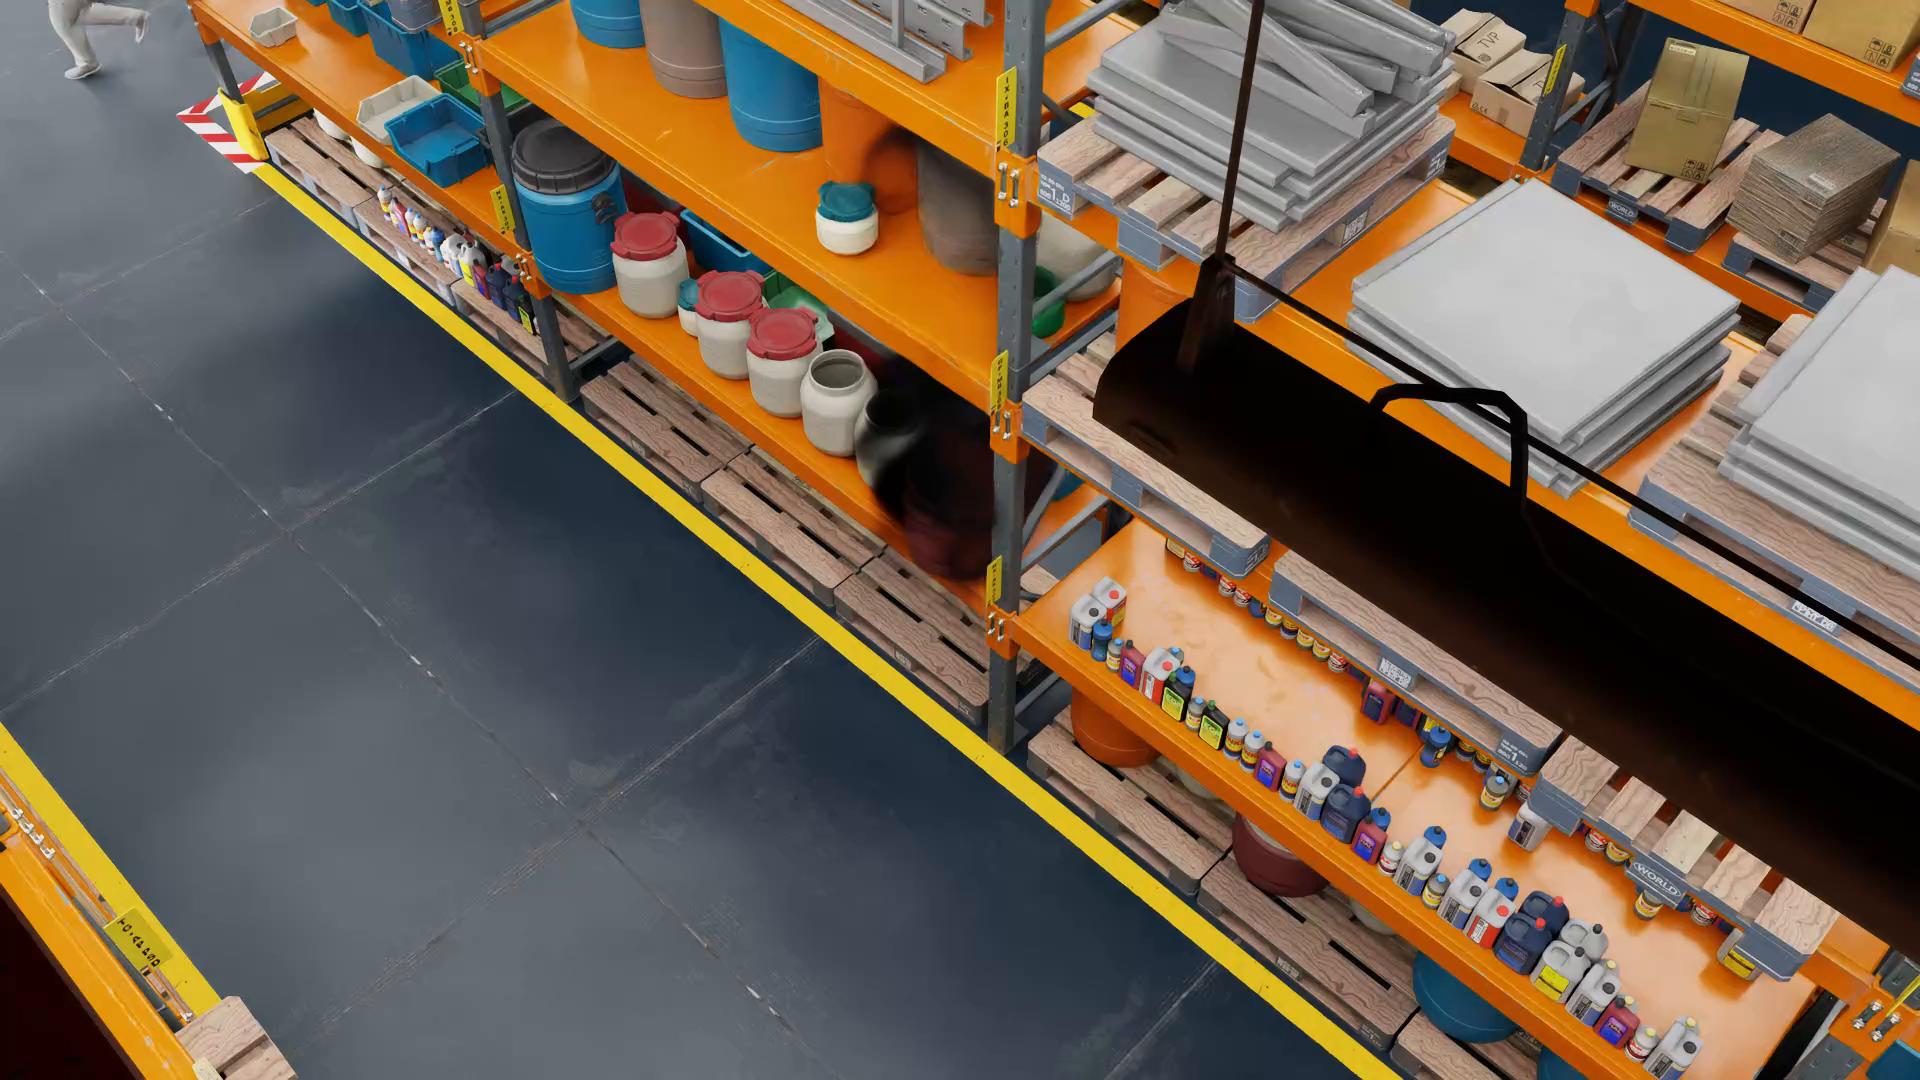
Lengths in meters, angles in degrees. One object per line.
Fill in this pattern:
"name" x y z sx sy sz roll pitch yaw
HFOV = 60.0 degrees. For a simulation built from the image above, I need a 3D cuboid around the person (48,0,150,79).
"person" -6.932 -4.392 13.022 0.779 1.664 0.614 -11 51 -9
